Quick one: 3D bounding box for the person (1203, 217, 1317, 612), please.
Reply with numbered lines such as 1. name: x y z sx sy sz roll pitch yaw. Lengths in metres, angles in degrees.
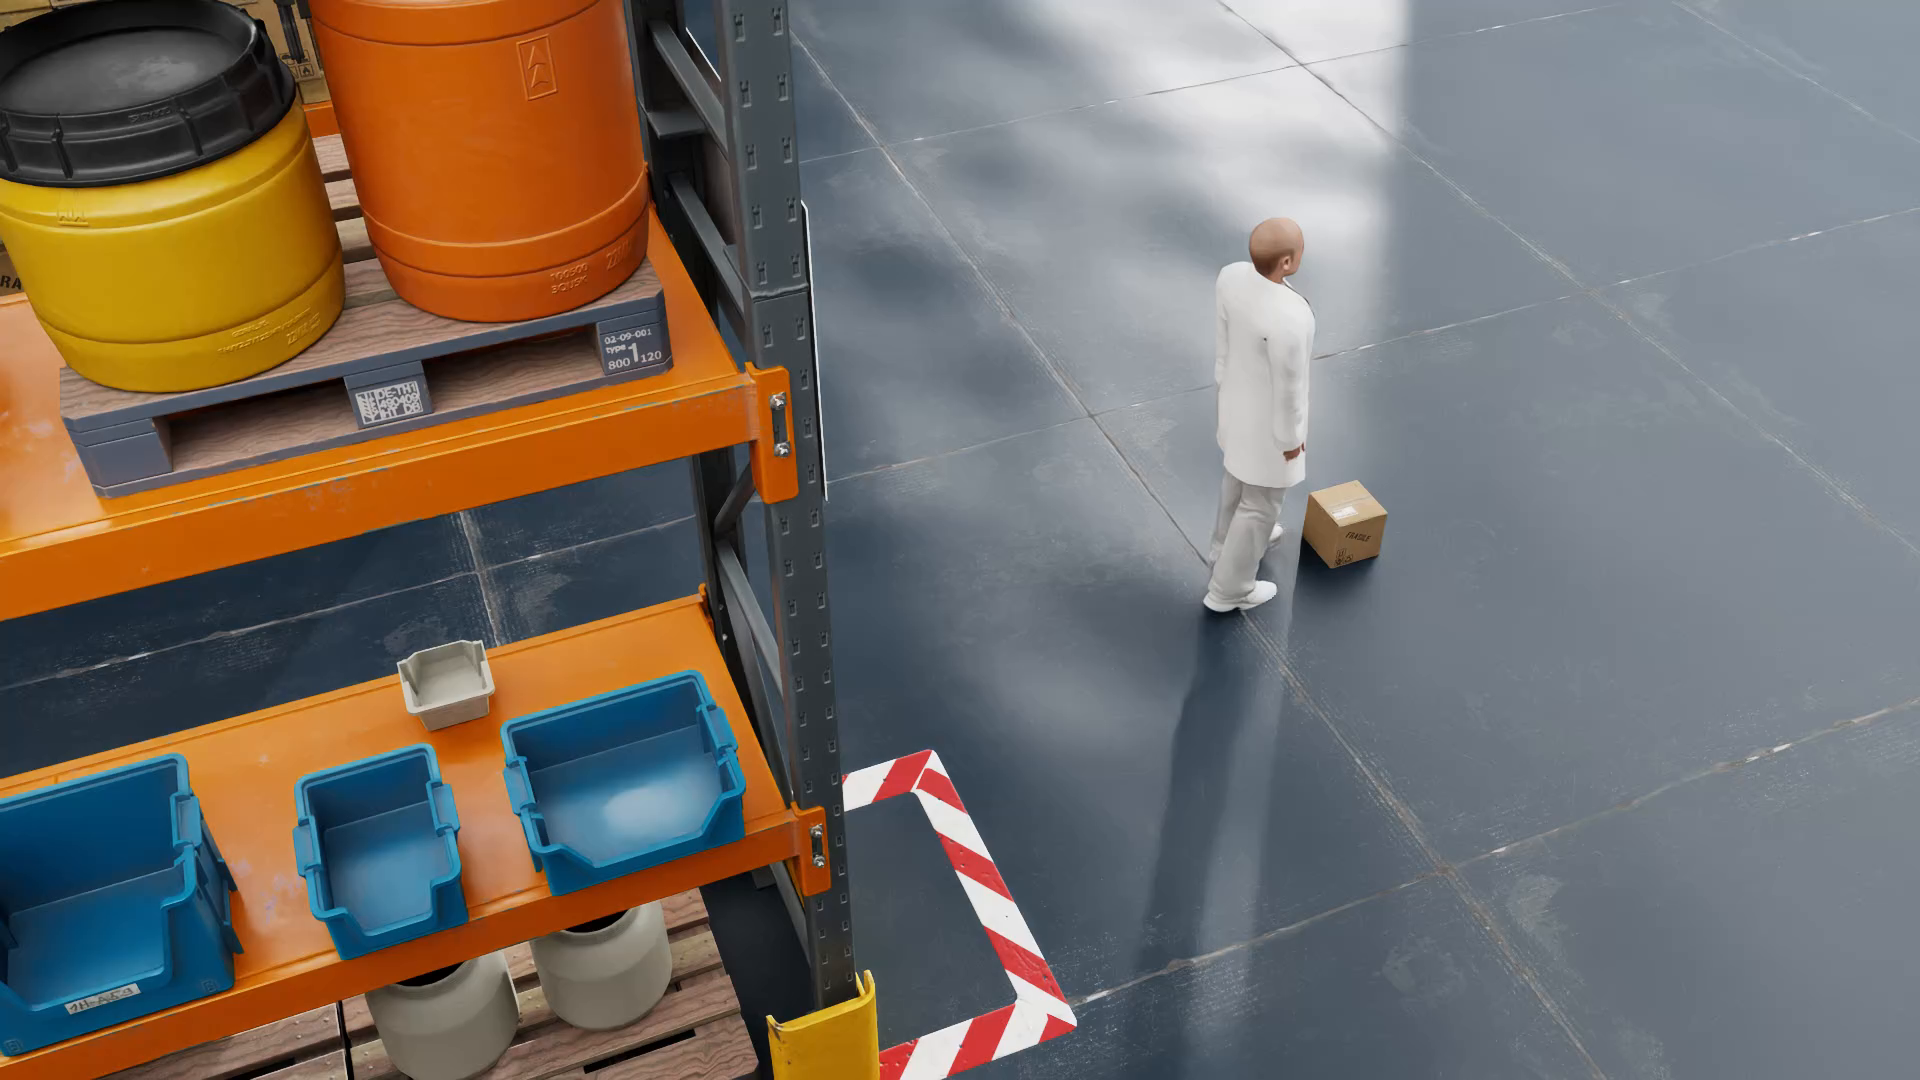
1. person: 1.238 -0.521 6.787 0.557 1.811 0.583 -14 43 -16
